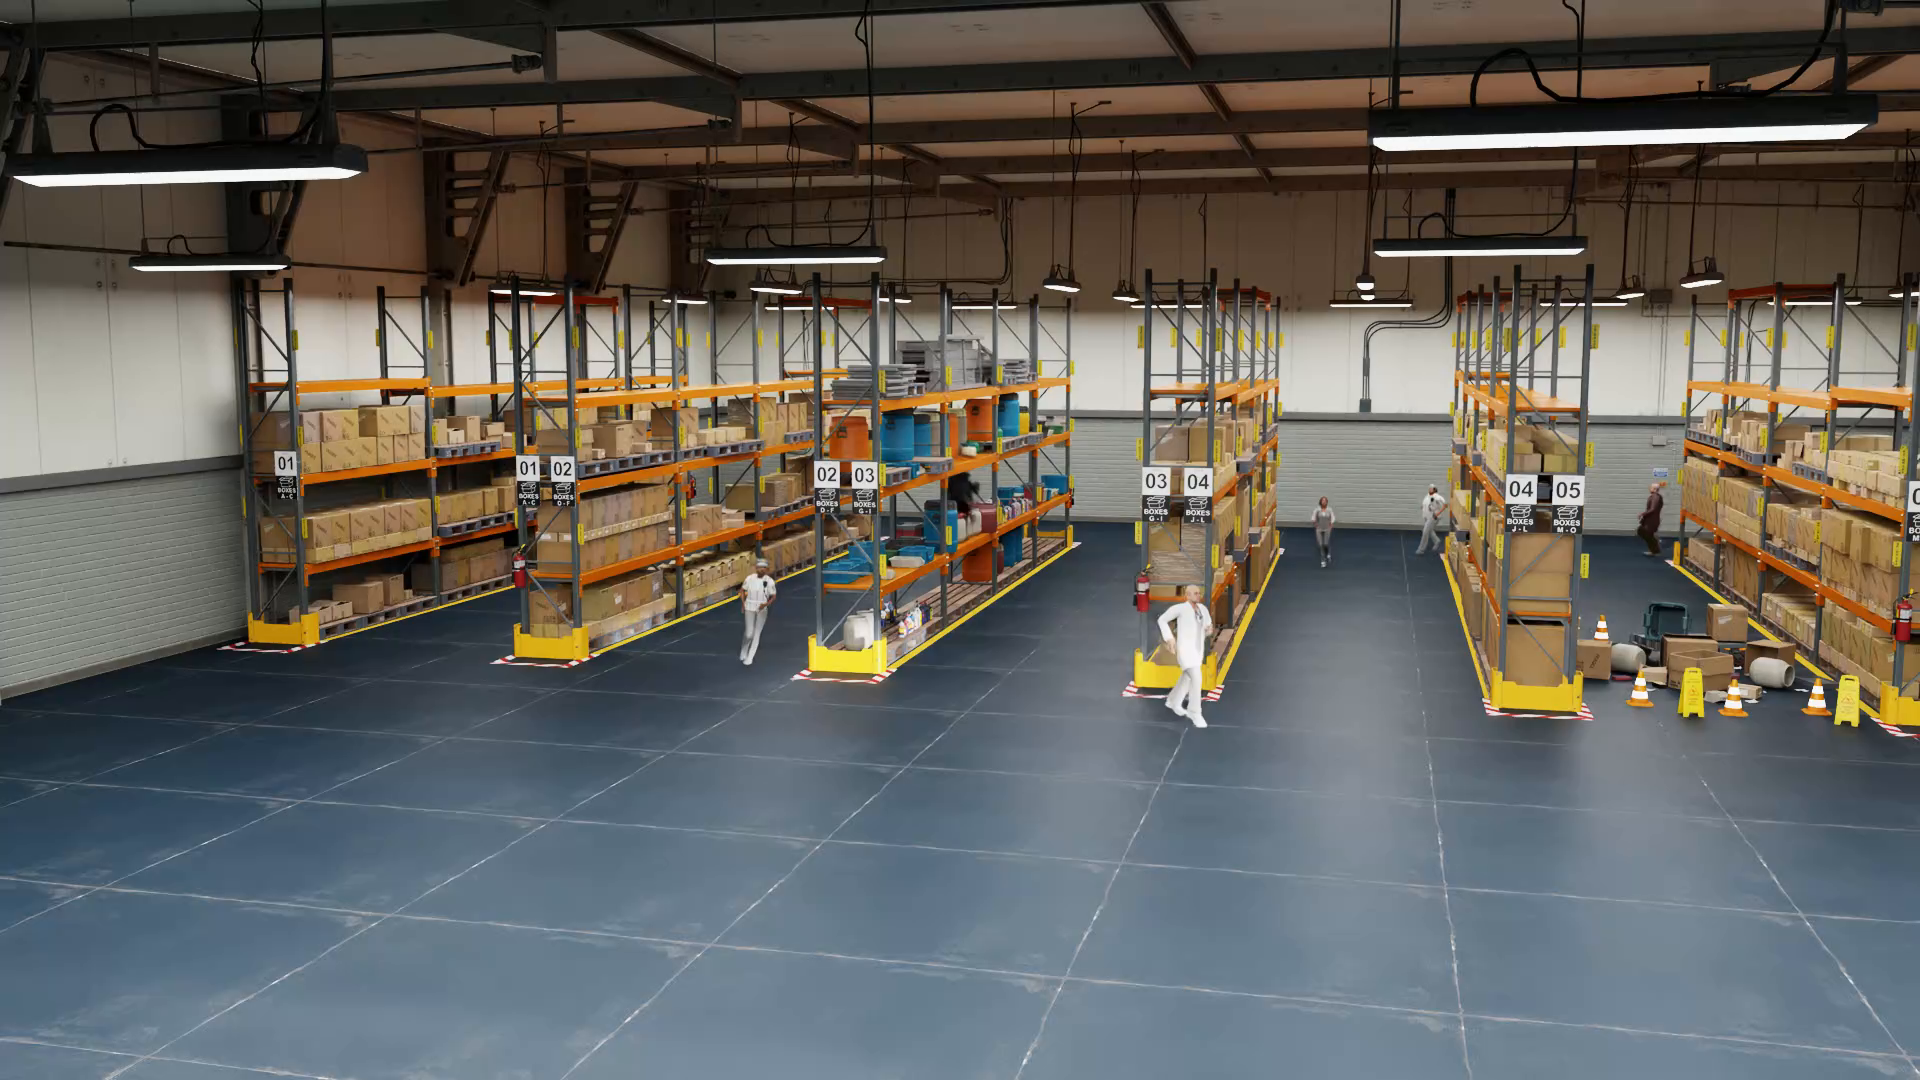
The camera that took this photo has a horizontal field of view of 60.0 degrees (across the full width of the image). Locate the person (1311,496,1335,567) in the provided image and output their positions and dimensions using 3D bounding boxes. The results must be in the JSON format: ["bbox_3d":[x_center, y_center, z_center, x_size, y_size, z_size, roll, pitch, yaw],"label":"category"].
[{"bbox_3d":[8.042,-0.185,36.890,0.524,1.567,0.559,2,7,14],"label":"person"}]

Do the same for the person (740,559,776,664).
[{"bbox_3d":[-3.135,1.108,25.770,0.578,1.660,0.529,-1,7,-8],"label":"person"}]

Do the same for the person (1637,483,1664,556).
[{"bbox_3d":[16.018,-0.464,38.544,0.580,1.700,0.741,2,7,17],"label":"person"}]

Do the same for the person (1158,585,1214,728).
[{"bbox_3d":[3.017,1.497,21.879,0.692,1.838,0.847,-6,9,-41],"label":"person"}]

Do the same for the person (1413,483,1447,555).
[{"bbox_3d":[11.098,-0.497,39.052,0.849,1.679,0.631,-2,7,-19],"label":"person"}]
